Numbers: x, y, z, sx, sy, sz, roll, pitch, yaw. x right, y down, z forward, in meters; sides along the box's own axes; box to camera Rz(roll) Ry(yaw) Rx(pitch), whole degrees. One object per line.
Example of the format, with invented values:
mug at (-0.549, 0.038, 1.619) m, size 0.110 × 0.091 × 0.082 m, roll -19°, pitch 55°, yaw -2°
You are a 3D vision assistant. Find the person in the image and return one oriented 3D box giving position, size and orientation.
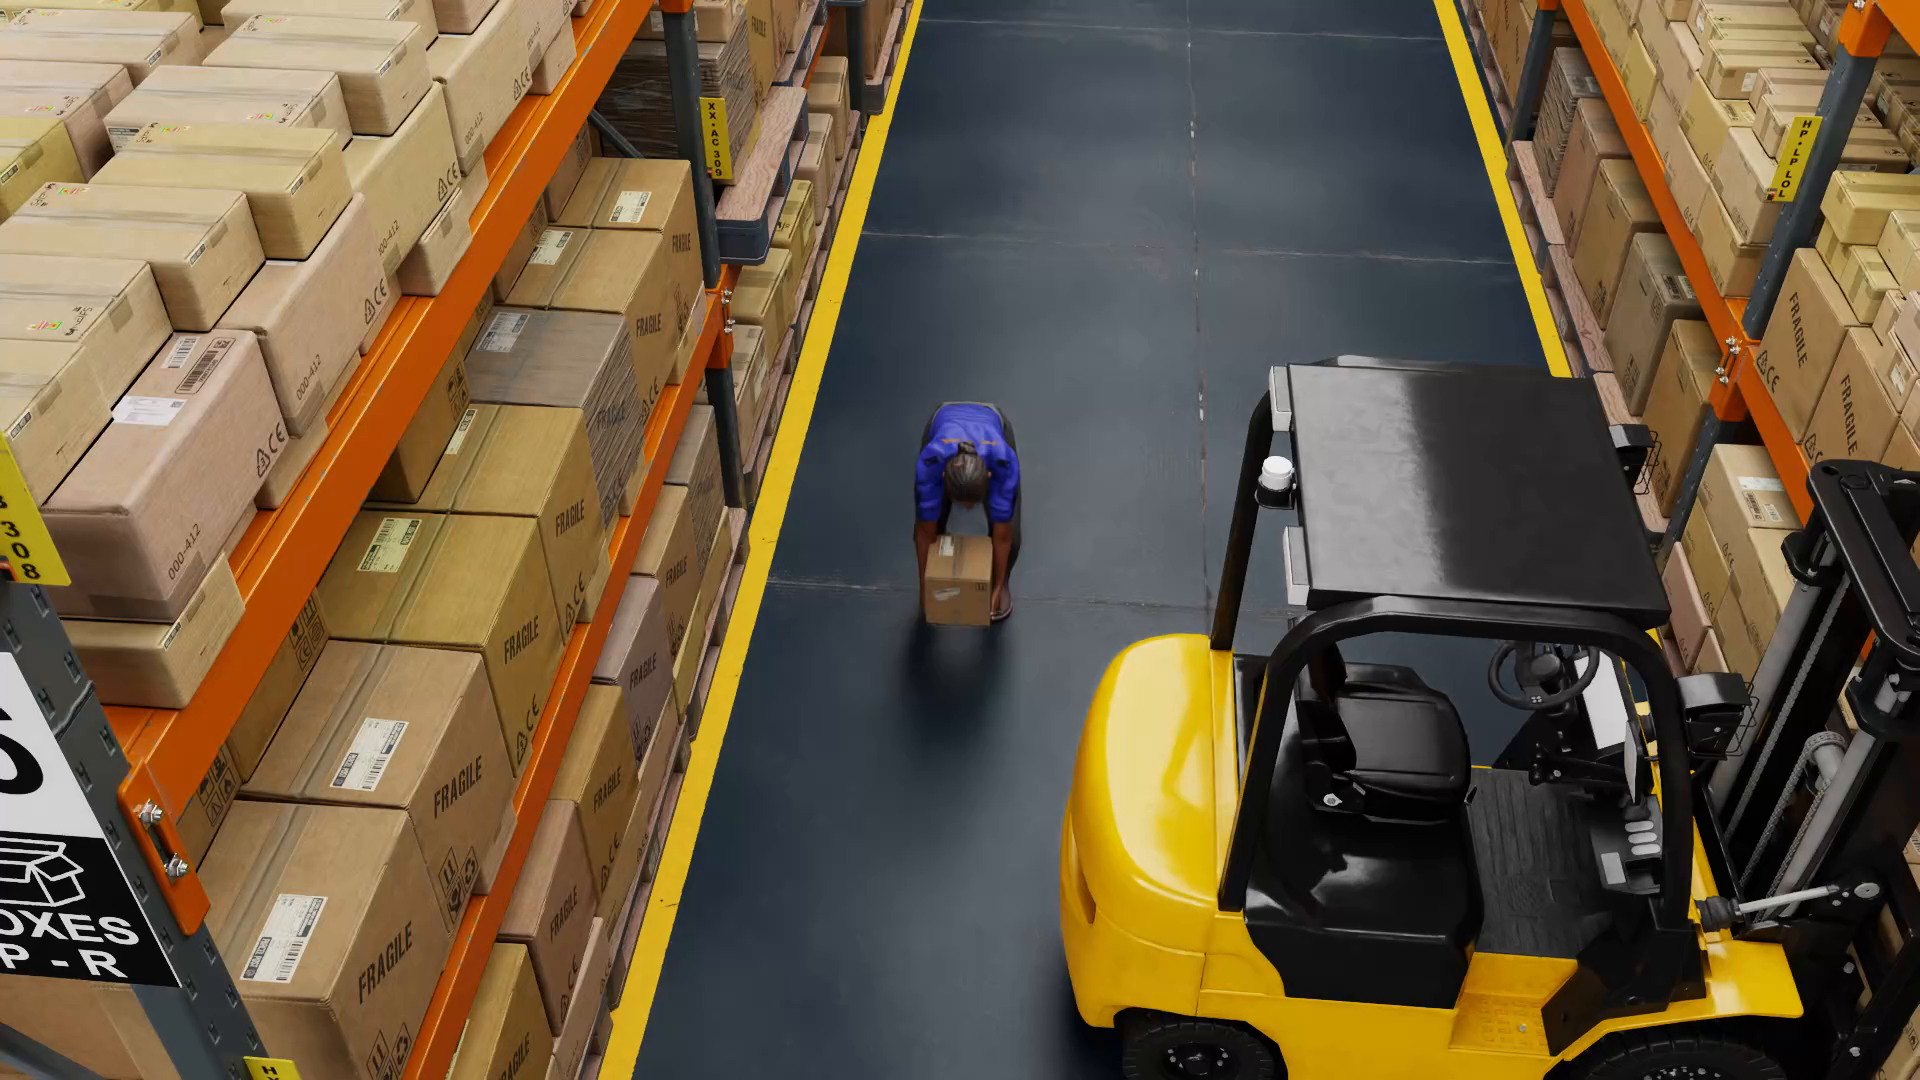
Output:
person at (0.026, -0.071, 6.645) m, size 0.443 × 1.144 × 0.843 m, roll 2°, pitch 40°, yaw 2°
